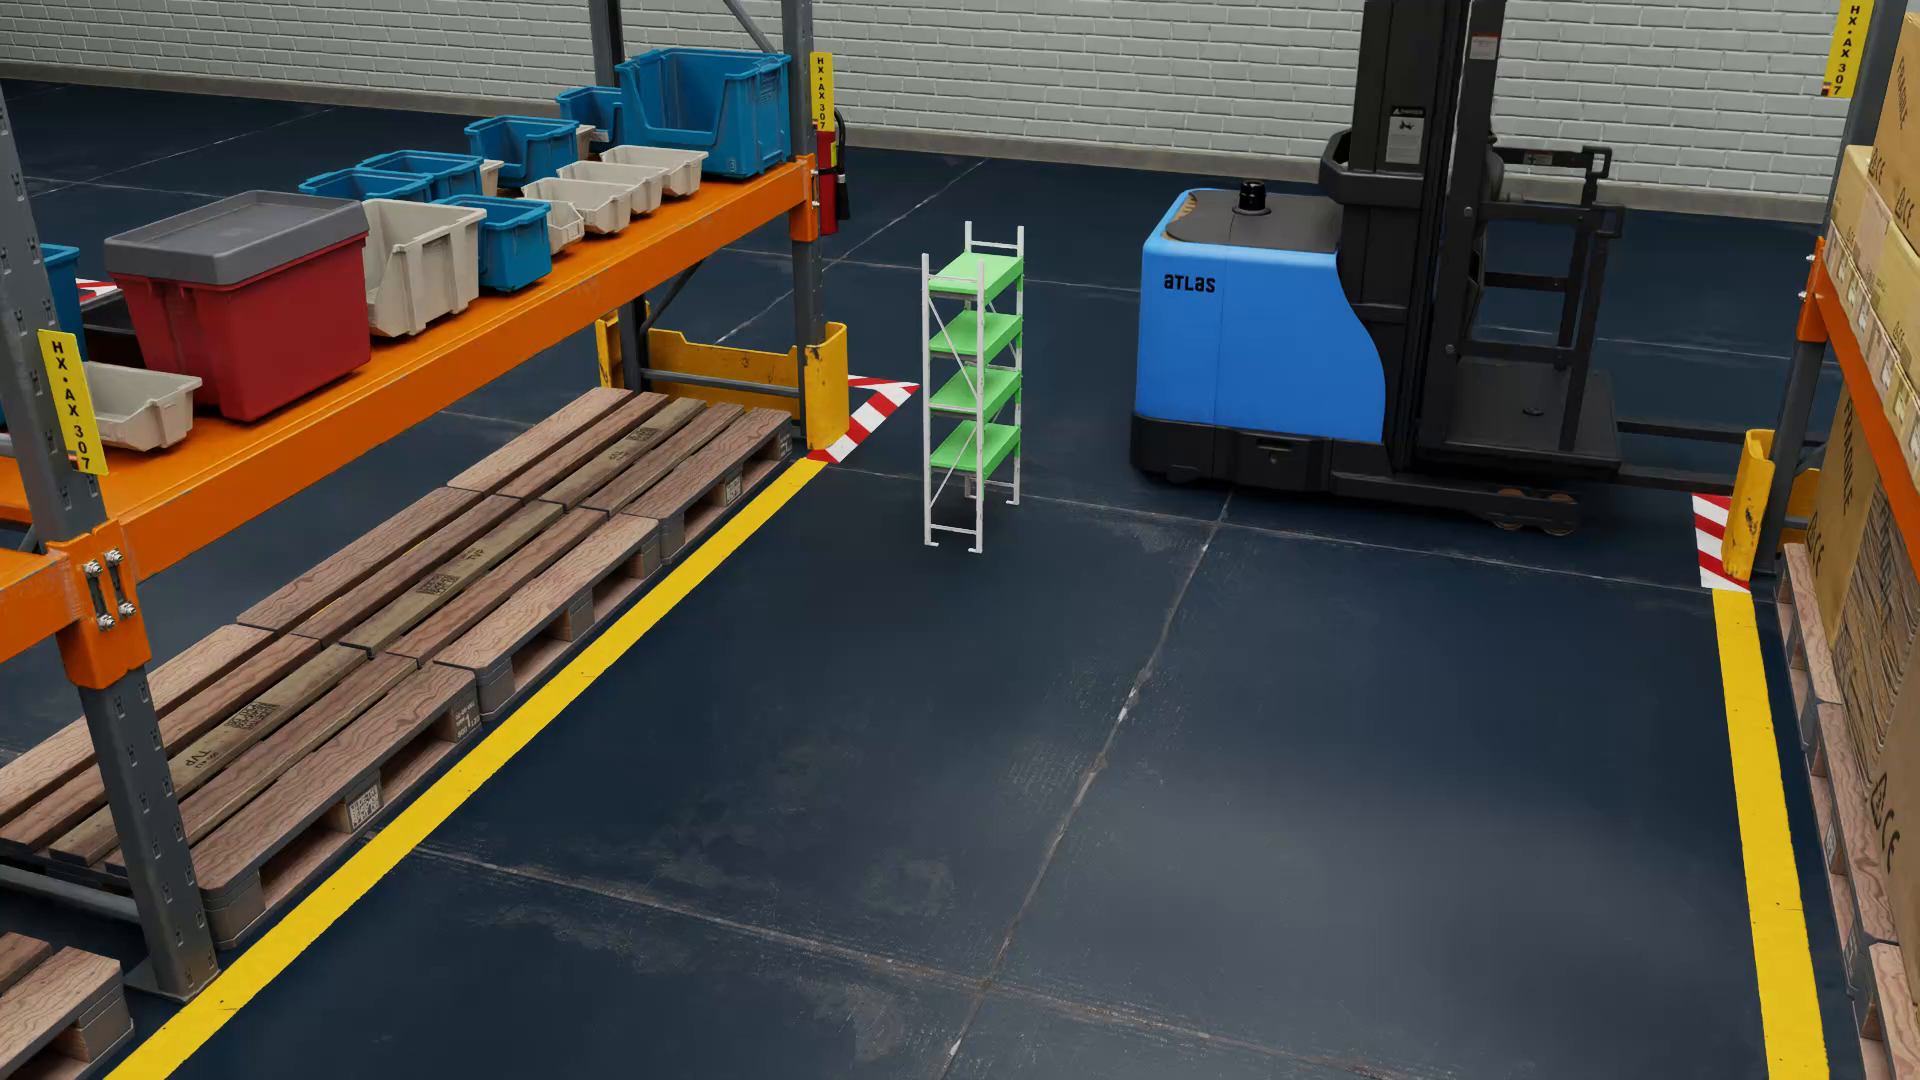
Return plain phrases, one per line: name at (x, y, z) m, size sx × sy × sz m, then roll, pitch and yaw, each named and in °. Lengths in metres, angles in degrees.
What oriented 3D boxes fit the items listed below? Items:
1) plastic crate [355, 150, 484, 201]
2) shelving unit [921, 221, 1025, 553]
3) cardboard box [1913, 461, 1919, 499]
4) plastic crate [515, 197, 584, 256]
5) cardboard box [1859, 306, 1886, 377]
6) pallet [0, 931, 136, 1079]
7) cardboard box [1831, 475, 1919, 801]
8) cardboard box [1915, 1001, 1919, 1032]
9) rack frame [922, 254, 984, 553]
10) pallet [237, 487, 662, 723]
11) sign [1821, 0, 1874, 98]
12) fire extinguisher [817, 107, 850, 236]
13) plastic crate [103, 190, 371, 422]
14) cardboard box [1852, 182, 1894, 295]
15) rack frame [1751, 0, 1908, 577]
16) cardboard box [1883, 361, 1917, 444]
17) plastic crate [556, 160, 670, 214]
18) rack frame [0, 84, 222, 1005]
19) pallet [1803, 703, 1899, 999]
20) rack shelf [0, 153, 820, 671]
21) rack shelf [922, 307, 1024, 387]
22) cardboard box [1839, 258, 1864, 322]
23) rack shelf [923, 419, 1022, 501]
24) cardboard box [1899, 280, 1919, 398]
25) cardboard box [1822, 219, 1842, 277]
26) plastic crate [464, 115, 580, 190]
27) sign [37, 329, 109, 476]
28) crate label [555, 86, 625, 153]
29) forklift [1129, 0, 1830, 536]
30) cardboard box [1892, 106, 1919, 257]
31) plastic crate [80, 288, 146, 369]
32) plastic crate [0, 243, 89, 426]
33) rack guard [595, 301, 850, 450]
plastic crate at (-1.938, -1.252, 6.017) m, size 0.416 × 0.233 × 0.300 m, roll 9°, pitch 27°, yaw 17°
shelving unit at (0.055, -0.608, 6.629) m, size 0.258 × 1.200 × 0.503 m, roll 9°, pitch 27°, yaw 17°
cardboard box at (2.453, -0.121, 3.846) m, size 0.380 × 0.149 × 0.250 m, roll 8°, pitch 27°, yaw 17°
plastic crate at (-1.468, -1.083, 5.778) m, size 0.298 × 0.136 × 0.250 m, roll 9°, pitch 27°, yaw 17°
cardboard box at (2.794, -0.543, 4.718) m, size 0.380 × 0.149 × 0.250 m, roll 8°, pitch 27°, yaw 16°
pallet at (-2.734, 1.315, 3.792) m, size 1.003 × 0.211 × 1.213 m, roll 9°, pitch 27°, yaw 17°
cardboard box at (3.124, 0.239, 4.770) m, size 0.875 × 0.875 × 0.875 m, roll 9°, pitch 27°, yaw 17°
cardboard box at (2.528, 0.975, 3.251) m, size 0.875 × 0.875 × 0.875 m, roll 9°, pitch 27°, yaw 17°
rack frame at (-0.026, -0.508, 6.422) m, size 0.240 × 1.200 × 0.015 m, roll 9°, pitch 27°, yaw 17°
pallet at (-1.825, 0.193, 6.109) m, size 1.003 × 0.211 × 1.213 m, roll 9°, pitch 27°, yaw 17°
sign at (3.043, -1.685, 5.704) m, size 0.100 × 0.325 × 0.005 m, roll 9°, pitch 27°, yaw 17°
fire extinguisher at (-0.628, -1.688, 7.312) m, size 0.296 × 0.674 × 0.183 m, roll 9°, pitch 27°, yaw 17°
plastic crate at (-1.904, -0.638, 4.482) m, size 0.402 × 0.464 × 0.583 m, roll 9°, pitch 27°, yaw 17°
cardboard box at (2.983, -0.870, 4.936) m, size 0.500 × 0.250 × 0.500 m, roll 8°, pitch 27°, yaw 17°
rack frame at (3.564, -1.177, 5.738) m, size 1.000 × 3.000 × 0.127 m, roll 9°, pitch 27°, yaw 17°
cardboard box at (2.624, -0.333, 4.285) m, size 0.380 × 0.149 × 0.250 m, roll 8°, pitch 27°, yaw 16°
plastic crate at (-1.317, -1.325, 6.278) m, size 0.396 × 0.136 × 0.243 m, roll 9°, pitch 27°, yaw 17°
rack frame at (-2.438, -0.251, 3.827) m, size 1.000 × 3.000 × 0.127 m, roll 9°, pitch 27°, yaw 17°
pallet at (2.964, 0.918, 4.612) m, size 1.003 × 0.211 × 1.213 m, roll 9°, pitch 27°, yaw 17°
rack shelf at (-1.772, -0.749, 5.681) m, size 1.077 × 0.370 × 4.000 m, roll 9°, pitch 27°, yaw 17°
rack shelf at (0.055, -0.767, 6.552) m, size 0.258 × 0.148 × 0.480 m, roll 9°, pitch 27°, yaw 17°
cardboard box at (2.966, -0.755, 5.155) m, size 0.380 × 0.149 × 0.250 m, roll 8°, pitch 27°, yaw 16°
rack shelf at (0.055, -0.335, 6.761) m, size 0.258 × 0.148 × 0.480 m, roll 9°, pitch 27°, yaw 17°
cardboard box at (2.644, -0.449, 4.067) m, size 0.500 × 0.250 × 0.500 m, roll 8°, pitch 27°, yaw 16°
cardboard box at (3.135, -0.966, 5.591) m, size 0.380 × 0.149 × 0.250 m, roll 9°, pitch 27°, yaw 18°
plastic crate at (-1.718, -1.522, 6.575) m, size 0.416 × 0.233 × 0.300 m, roll 9°, pitch 27°, yaw 17°
sign at (-1.920, -0.295, 3.600) m, size 0.100 × 0.325 × 0.005 m, roll 9°, pitch 27°, yaw 17°
crate label at (-1.499, -1.793, 7.134) m, size 0.416 × 0.233 × 0.303 m, roll 9°, pitch 27°, yaw 17°
forklift at (2.319, -1.595, 6.682) m, size 3.031 × 2.935 × 1.130 m, roll 7°, pitch 27°, yaw 15°
cardboard box at (2.816, -1.003, 4.350) m, size 0.500 × 0.500 × 0.500 m, roll 8°, pitch 27°, yaw 16°
plastic crate at (-2.319, -0.653, 4.904) m, size 0.437 × 0.125 × 0.590 m, roll 9°, pitch 27°, yaw 17°
plastic crate at (-2.604, -0.512, 4.316) m, size 0.392 × 0.384 × 0.575 m, roll 9°, pitch 27°, yaw 17°
rack guard at (-1.111, -0.782, 7.791) m, size 1.175 × 0.500 × 0.348 m, roll 9°, pitch 27°, yaw 17°
